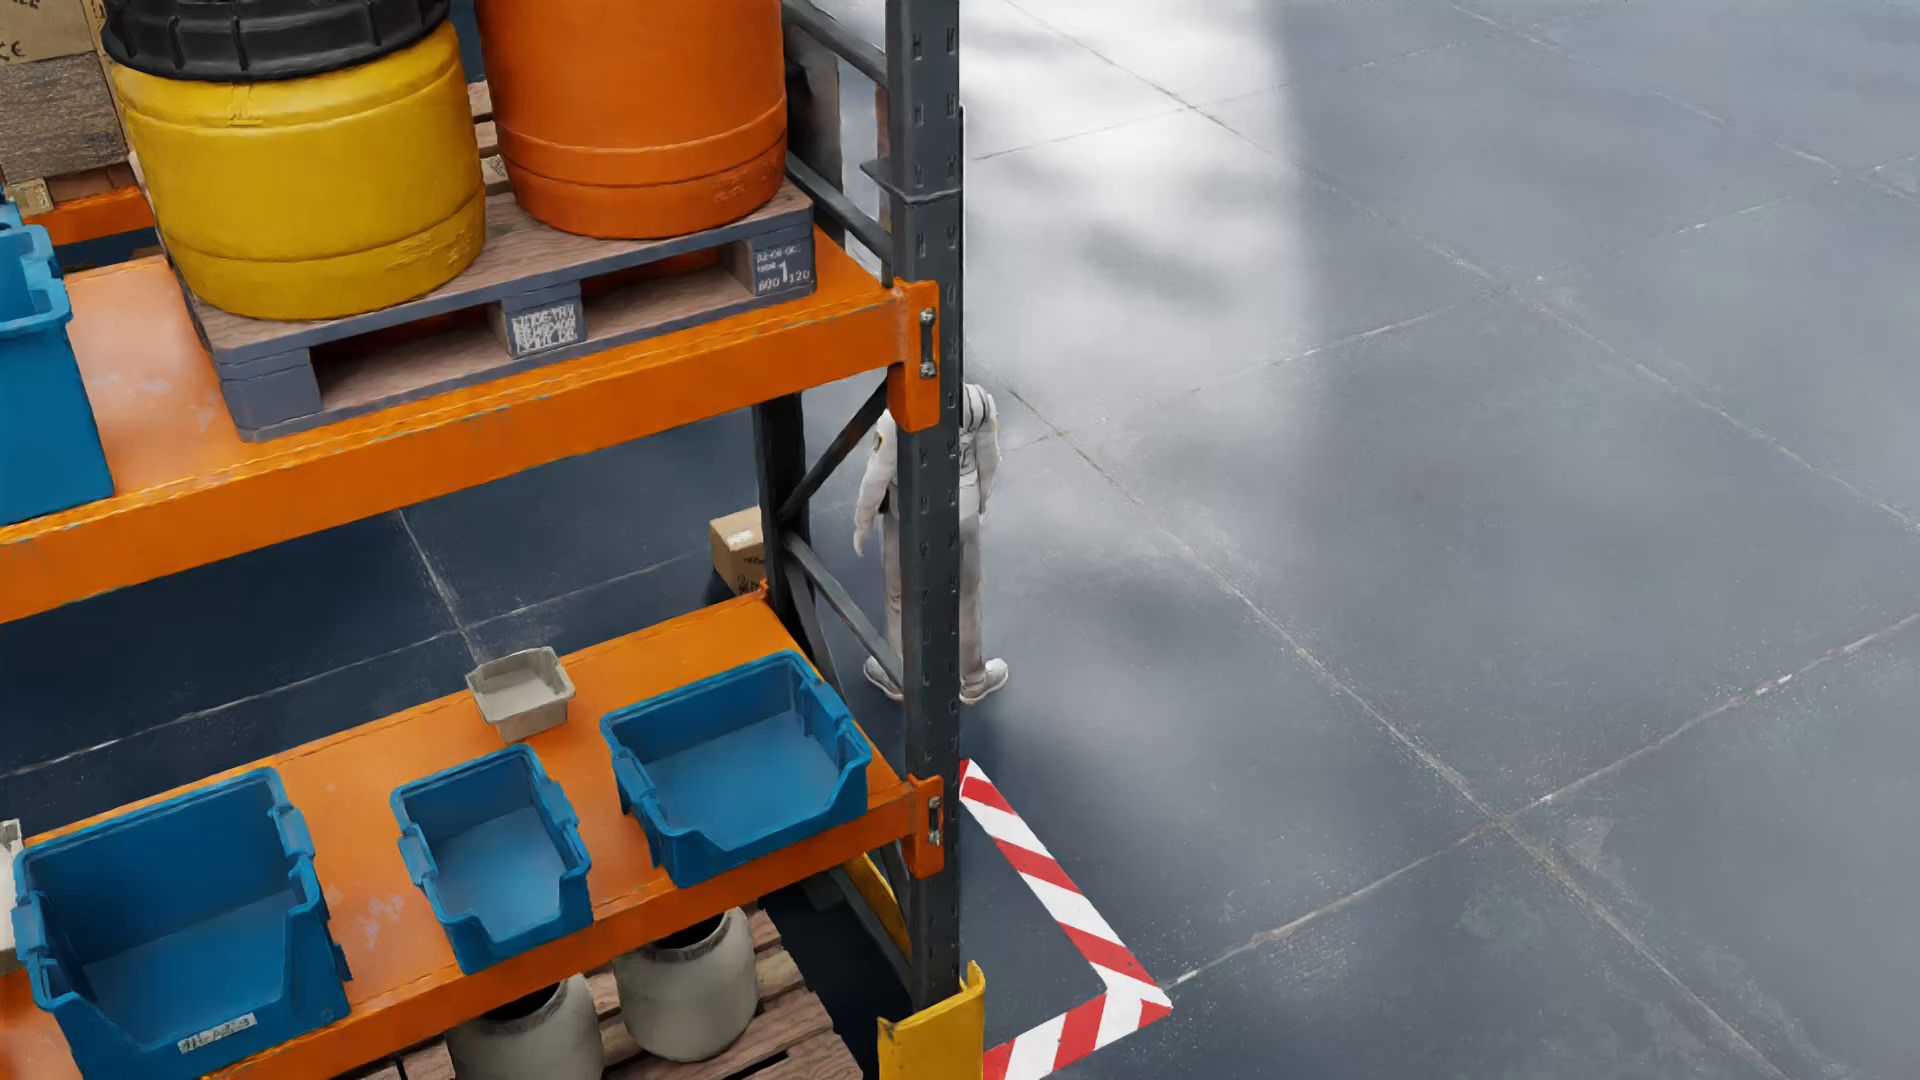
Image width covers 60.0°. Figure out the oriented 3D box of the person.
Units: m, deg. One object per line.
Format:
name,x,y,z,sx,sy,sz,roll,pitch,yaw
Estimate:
person,-0.103,-0.091,6.219,0.608,1.689,0.356,-8,38,-10
